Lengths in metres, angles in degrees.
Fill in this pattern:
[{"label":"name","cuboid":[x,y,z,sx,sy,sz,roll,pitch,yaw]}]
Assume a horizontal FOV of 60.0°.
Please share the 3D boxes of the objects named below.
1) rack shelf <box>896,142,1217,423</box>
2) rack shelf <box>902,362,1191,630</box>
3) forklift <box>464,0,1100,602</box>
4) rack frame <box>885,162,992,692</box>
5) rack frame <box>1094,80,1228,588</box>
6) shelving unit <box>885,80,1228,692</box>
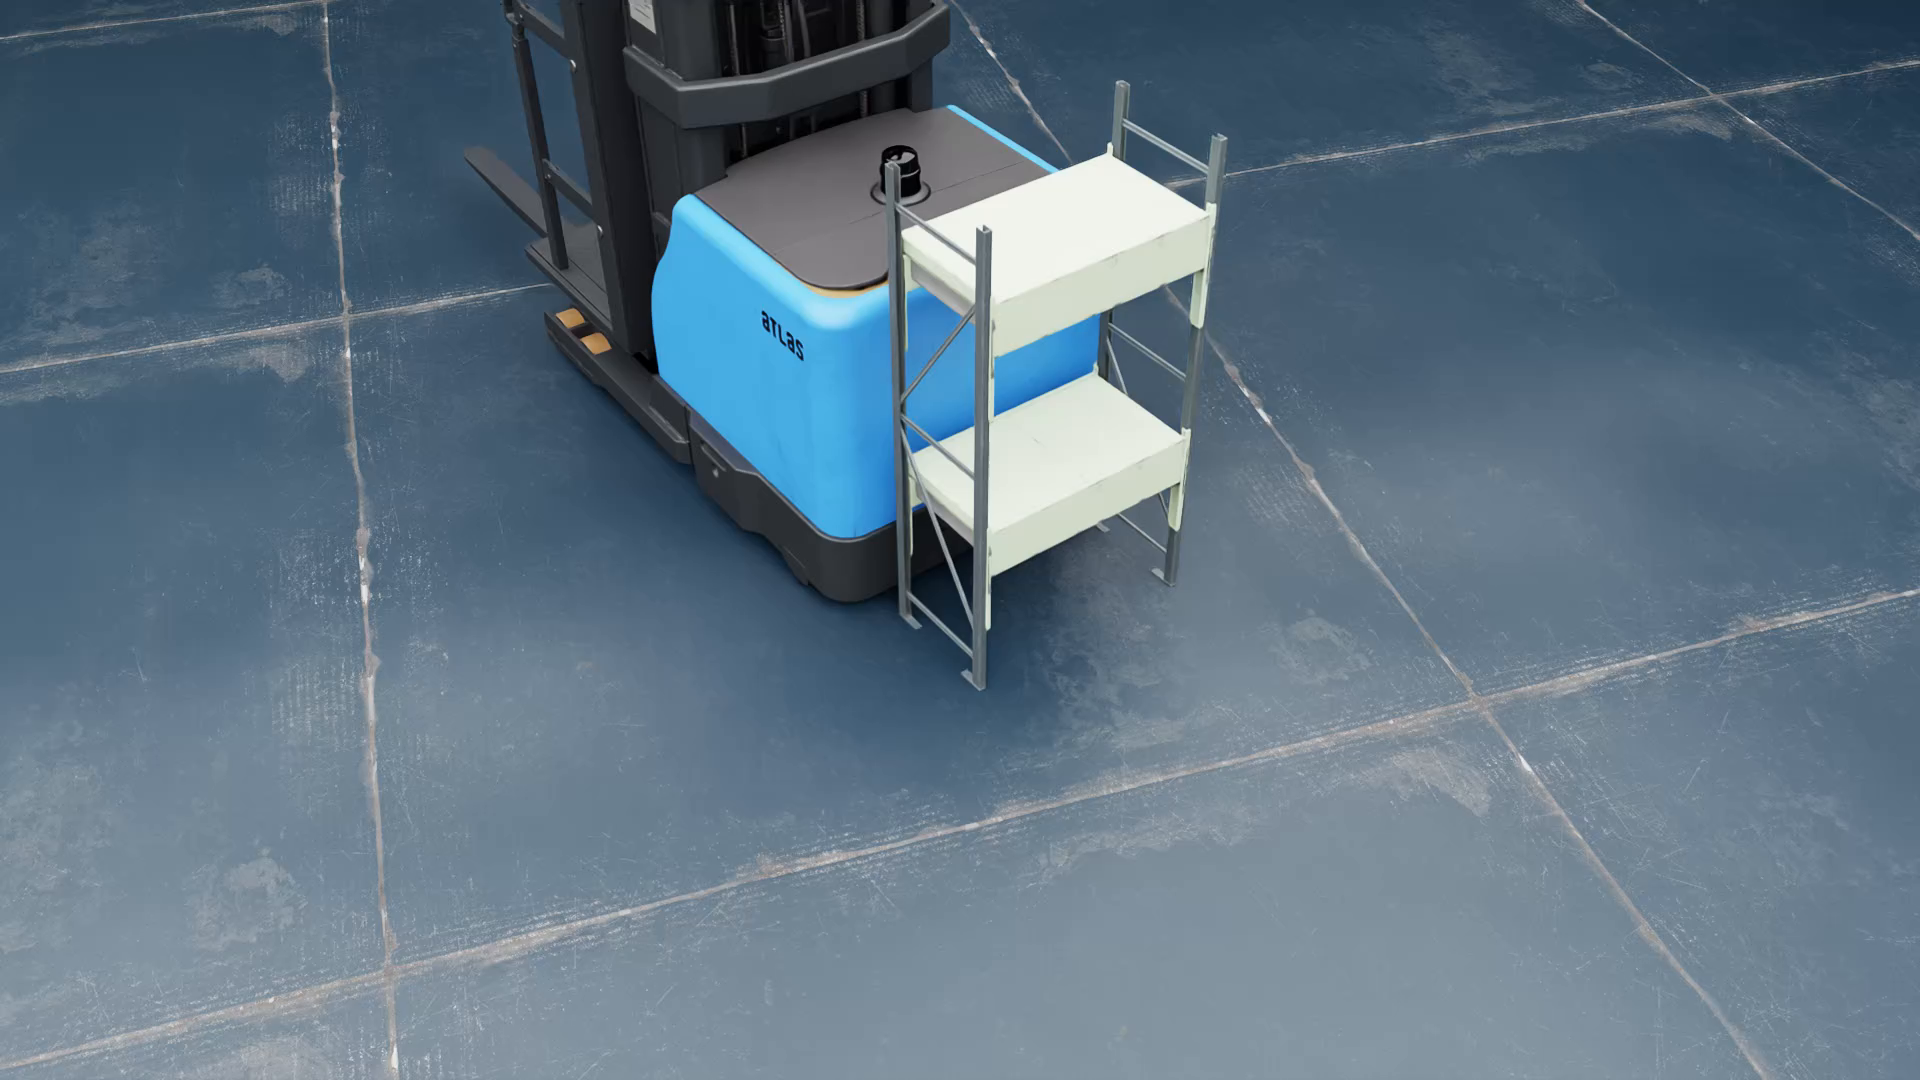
[{"label":"rack shelf","cuboid":[0.239,-0.677,4.292,0.720,0.370,0.431,-26,47,-27]},{"label":"rack shelf","cuboid":[0.239,-0.138,4.764,0.720,0.370,0.431,-26,47,-27]},{"label":"forklift","cuboid":[-0.834,-1.841,5.130,1.130,2.935,3.031,-26,47,-27]},{"label":"rack frame","cuboid":[-0.054,-0.240,4.384,0.023,1.500,0.400,-26,47,-27]},{"label":"rack frame","cuboid":[0.533,-0.527,4.713,0.023,1.500,0.400,-26,47,-27]},{"label":"shelving unit","cuboid":[0.239,-0.384,4.549,0.755,1.500,0.431,-26,47,-27]}]
